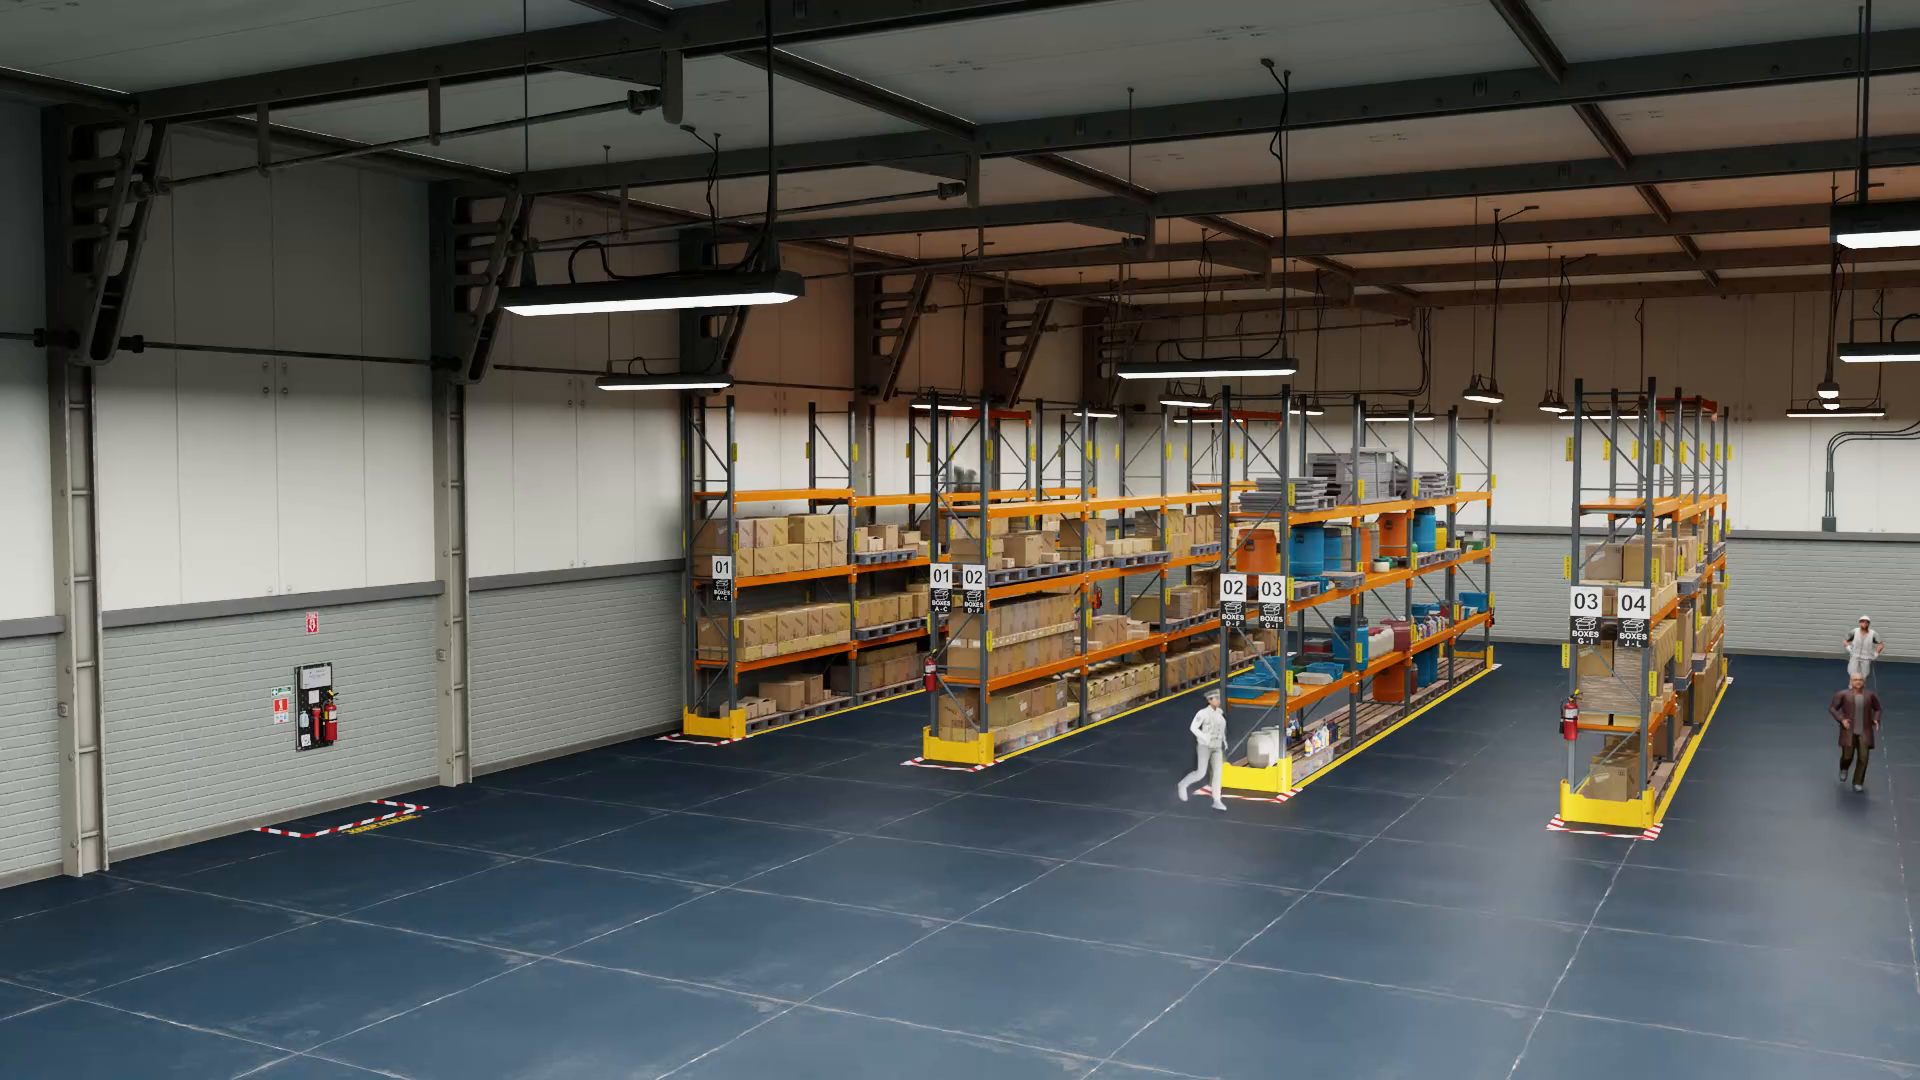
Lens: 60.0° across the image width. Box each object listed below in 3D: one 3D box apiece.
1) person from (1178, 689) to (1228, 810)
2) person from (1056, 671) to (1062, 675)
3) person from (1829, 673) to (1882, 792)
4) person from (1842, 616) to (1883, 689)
[{"bbox_3d":[3.564,2.919,23.452,0.672,1.648,0.883,-2,4,-32],"label":"person"},{"bbox_3d":[1.944,2.268,34.965,0.678,1.819,0.830,1,3,16],"label":"person"},{"bbox_3d":[13.301,2.867,24.681,0.714,1.661,0.713,1,3,18],"label":"person"},{"bbox_3d":[18.095,2.383,33.362,0.715,1.732,0.630,2,4,34],"label":"person"}]
